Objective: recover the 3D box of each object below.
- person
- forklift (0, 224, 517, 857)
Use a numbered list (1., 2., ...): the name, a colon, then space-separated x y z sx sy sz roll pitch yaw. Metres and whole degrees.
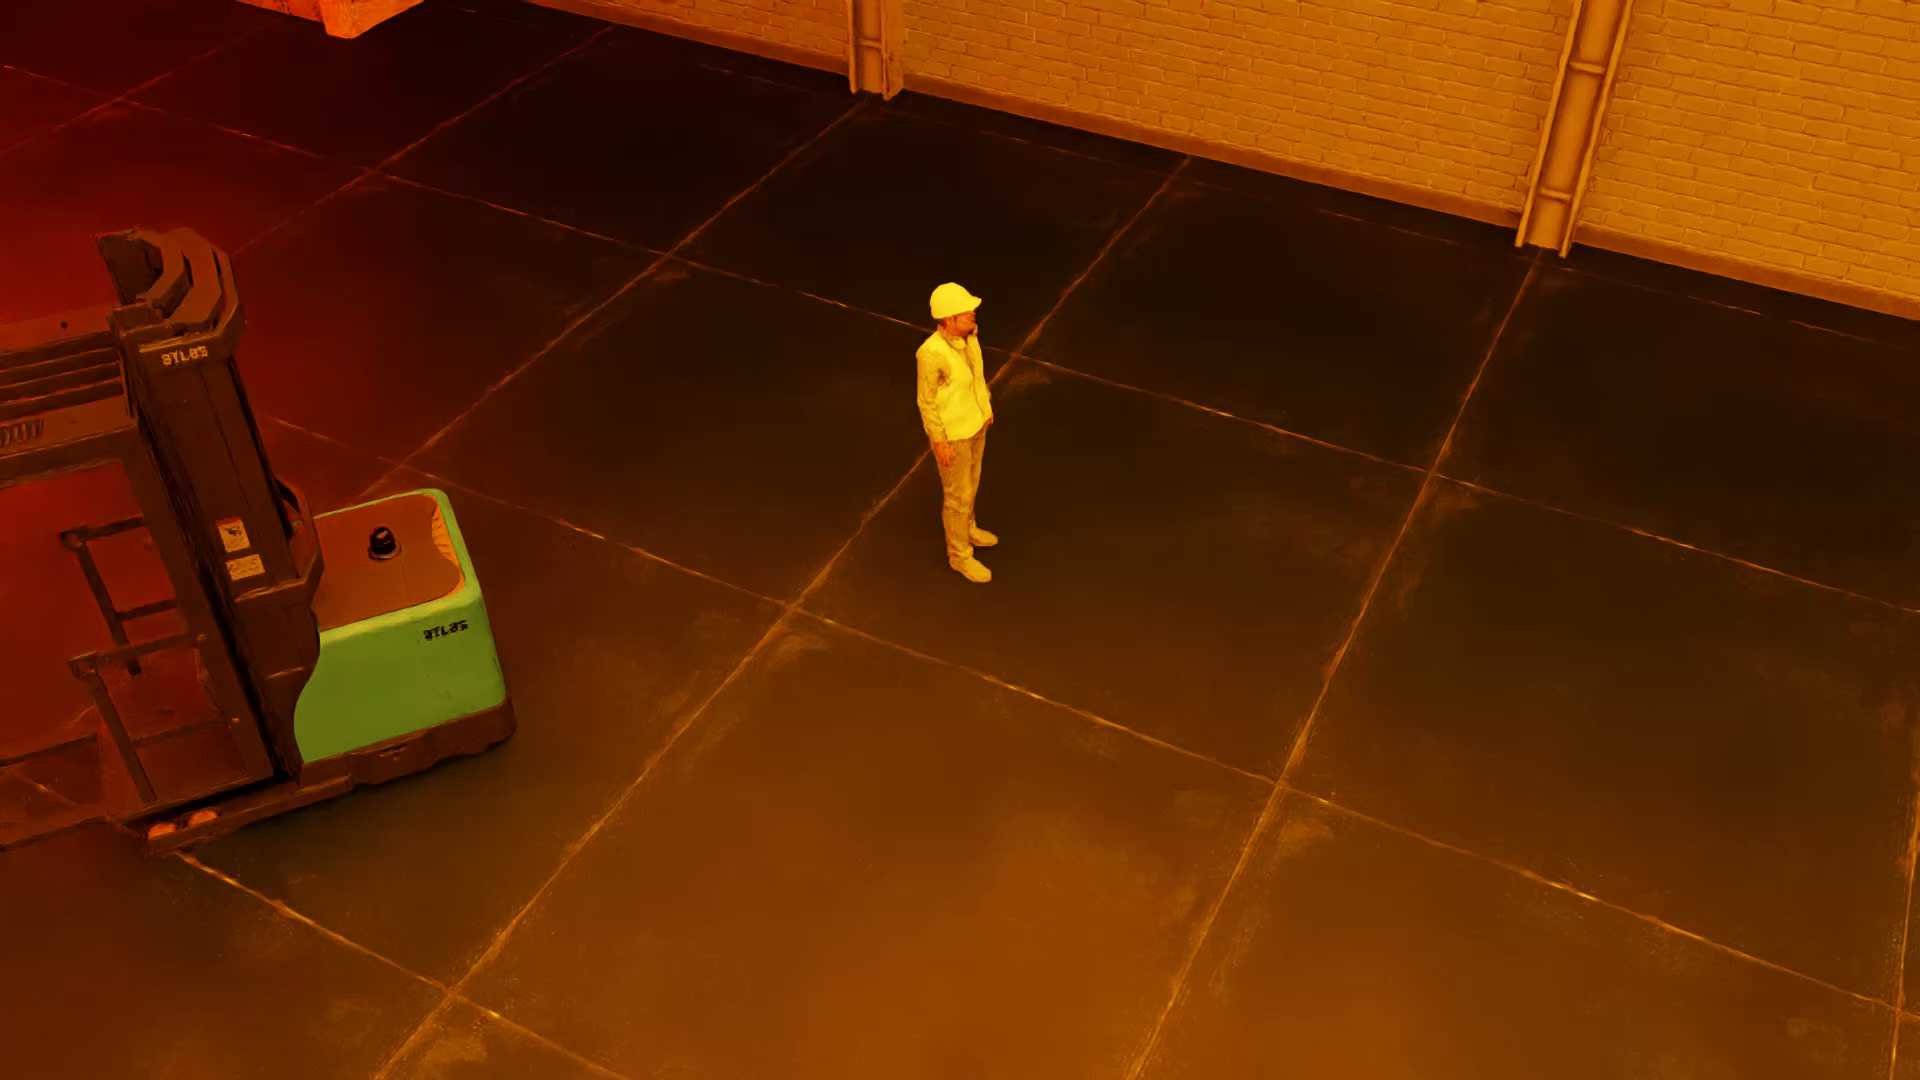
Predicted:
1. person: 0.052 -0.659 9.660 0.567 1.768 0.632 18 43 21
2. forklift: -3.949 0.074 7.898 3.031 2.935 1.130 -17 43 -19
